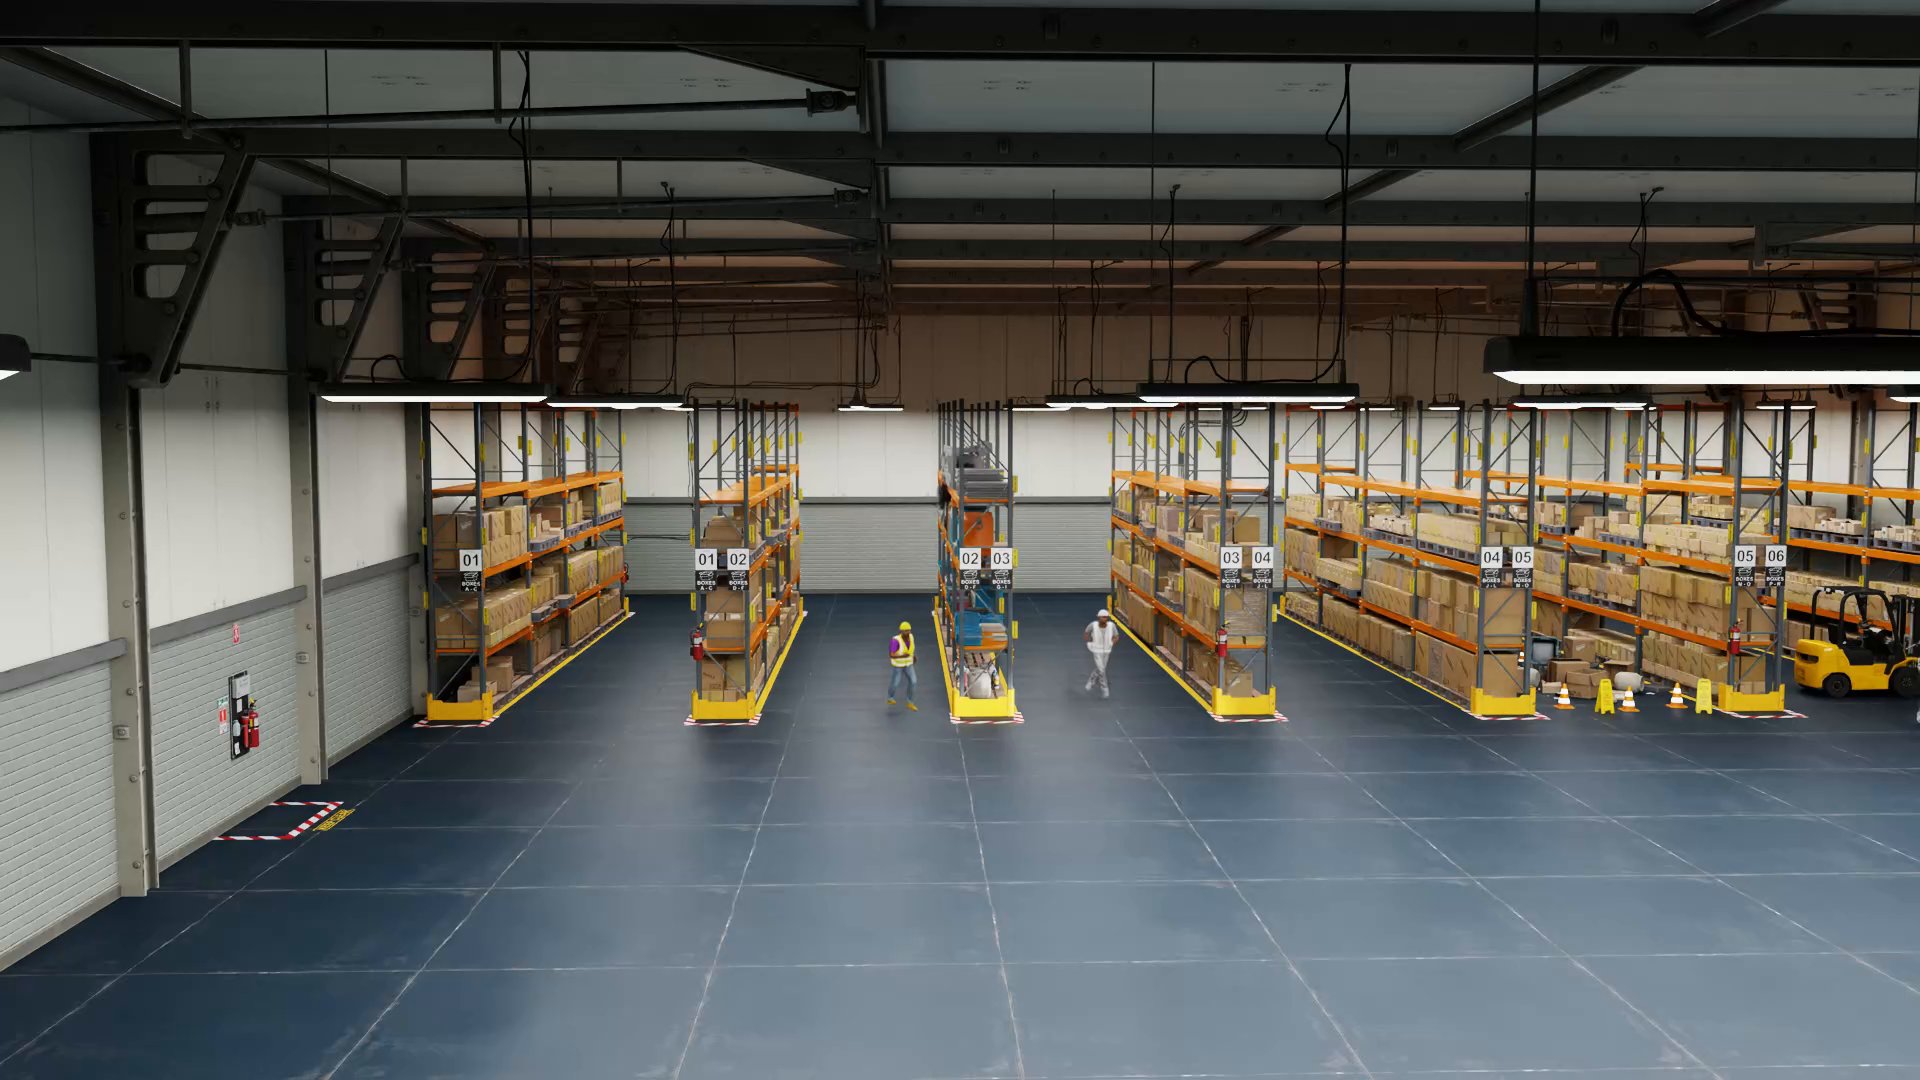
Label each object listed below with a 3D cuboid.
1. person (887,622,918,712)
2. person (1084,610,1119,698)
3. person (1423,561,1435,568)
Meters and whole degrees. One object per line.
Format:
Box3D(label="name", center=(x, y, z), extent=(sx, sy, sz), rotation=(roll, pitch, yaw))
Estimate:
Box3D(label="person", center=(-1.100, 2.429, 32.077), extent=(0.721, 1.735, 0.992), rotation=(-2, 5, -29))
Box3D(label="person", center=(2.860, 2.274, 33.850), extent=(0.644, 1.759, 0.857), rotation=(-1, 5, -17))
Box3D(label="person", center=(14.020, 1.068, 49.767), extent=(0.698, 1.773, 0.644), rotation=(0, 4, 2))
